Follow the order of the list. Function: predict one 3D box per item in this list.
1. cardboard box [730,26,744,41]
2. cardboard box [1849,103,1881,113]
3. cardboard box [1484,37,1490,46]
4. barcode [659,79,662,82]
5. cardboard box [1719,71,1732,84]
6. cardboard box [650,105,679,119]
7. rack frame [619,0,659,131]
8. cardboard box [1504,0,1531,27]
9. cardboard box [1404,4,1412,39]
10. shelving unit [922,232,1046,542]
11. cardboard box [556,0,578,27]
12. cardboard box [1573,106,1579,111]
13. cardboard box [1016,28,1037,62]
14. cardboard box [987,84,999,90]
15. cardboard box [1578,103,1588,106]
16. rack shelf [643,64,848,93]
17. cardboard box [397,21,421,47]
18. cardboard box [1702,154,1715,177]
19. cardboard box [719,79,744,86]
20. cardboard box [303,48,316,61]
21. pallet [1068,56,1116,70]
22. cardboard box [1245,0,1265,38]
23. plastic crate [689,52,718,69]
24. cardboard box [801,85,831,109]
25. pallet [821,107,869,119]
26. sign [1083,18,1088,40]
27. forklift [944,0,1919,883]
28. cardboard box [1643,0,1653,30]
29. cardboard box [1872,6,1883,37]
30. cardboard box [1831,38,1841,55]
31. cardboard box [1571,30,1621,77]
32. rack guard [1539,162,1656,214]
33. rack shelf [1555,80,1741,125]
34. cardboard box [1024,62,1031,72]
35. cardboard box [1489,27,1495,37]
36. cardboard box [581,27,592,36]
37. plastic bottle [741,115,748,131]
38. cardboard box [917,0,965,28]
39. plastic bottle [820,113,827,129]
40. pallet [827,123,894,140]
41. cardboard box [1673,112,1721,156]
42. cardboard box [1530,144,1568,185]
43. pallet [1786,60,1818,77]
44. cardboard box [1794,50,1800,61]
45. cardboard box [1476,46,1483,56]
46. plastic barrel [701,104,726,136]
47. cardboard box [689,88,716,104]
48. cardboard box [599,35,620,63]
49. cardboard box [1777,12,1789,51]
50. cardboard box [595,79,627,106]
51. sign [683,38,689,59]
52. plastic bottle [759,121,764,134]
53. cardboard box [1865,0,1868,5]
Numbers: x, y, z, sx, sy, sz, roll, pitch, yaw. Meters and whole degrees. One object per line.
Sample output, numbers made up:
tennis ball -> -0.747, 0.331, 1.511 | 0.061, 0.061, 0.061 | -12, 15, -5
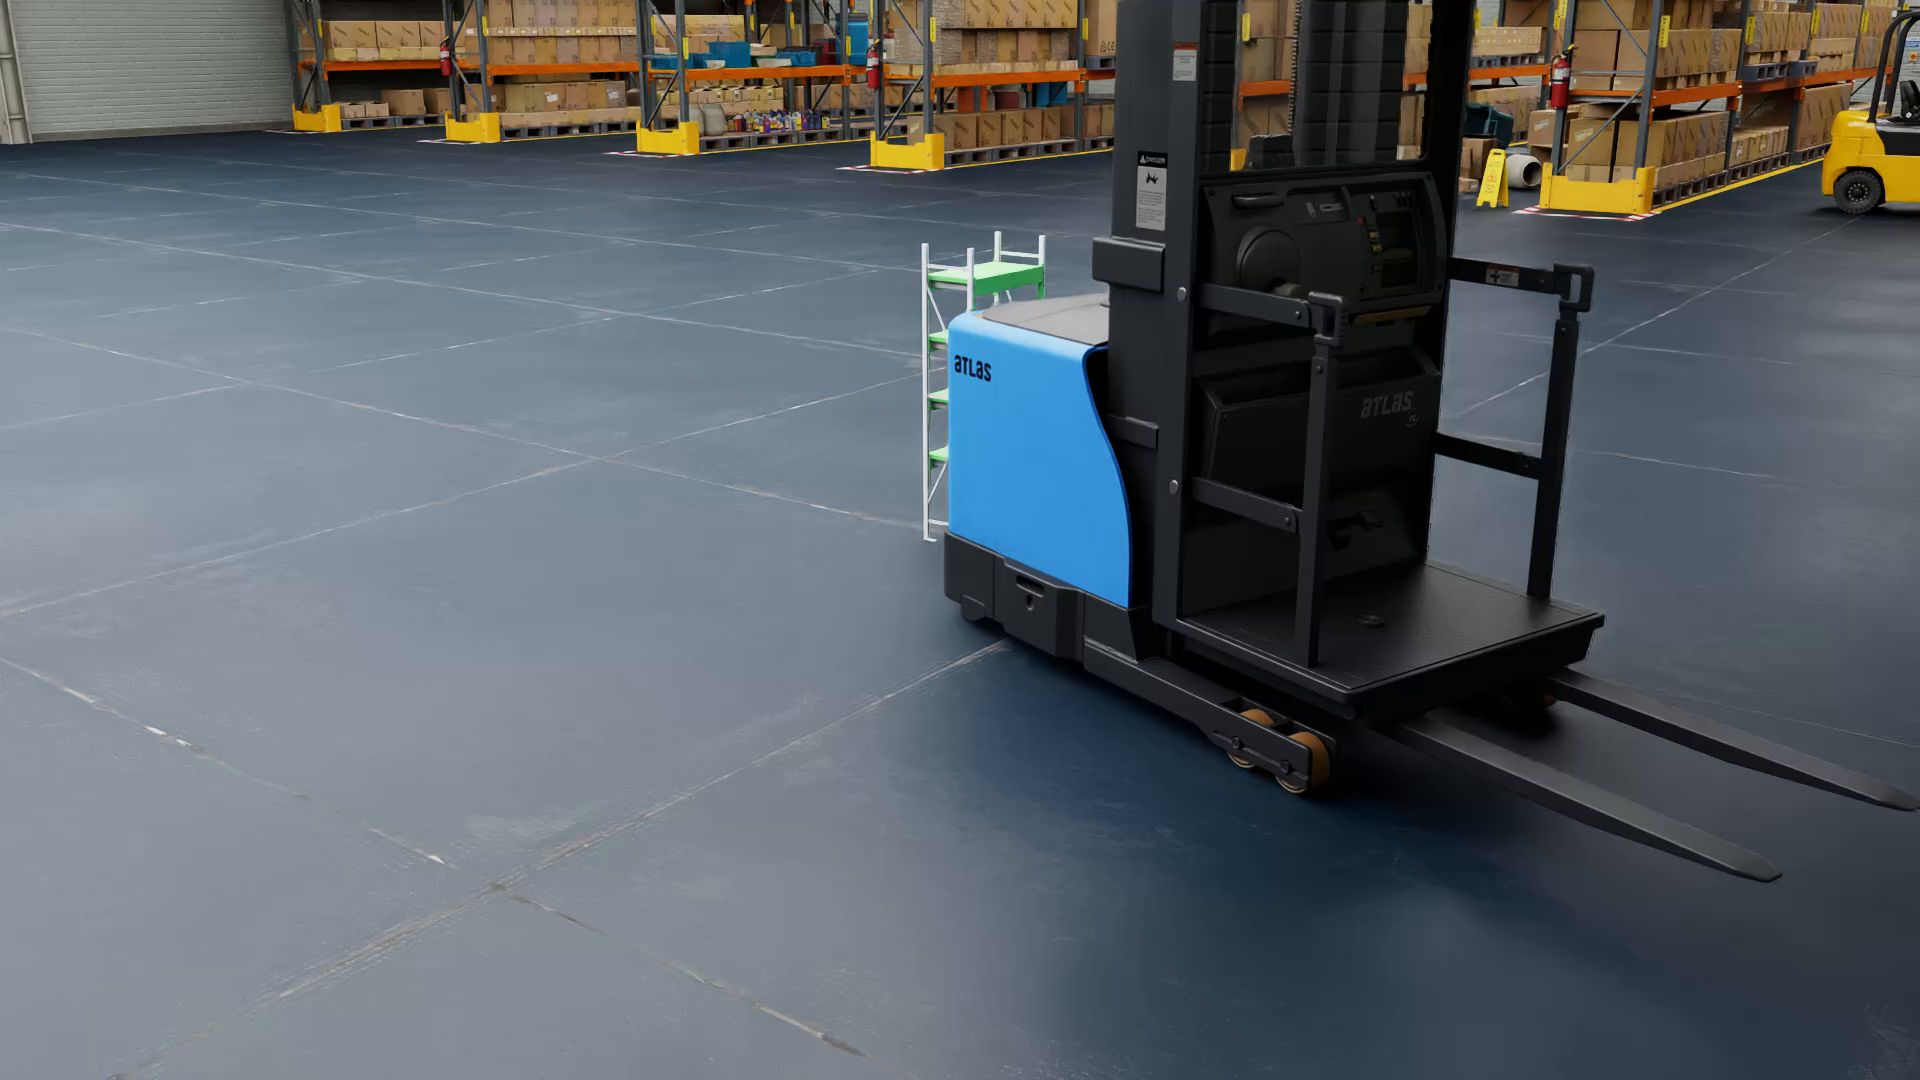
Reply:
cardboard box -> -5.678, -12.434, 41.073 | 0.500, 0.500, 0.500 | 12, 21, 34
cardboard box -> 15.819, -7.548, 29.654 | 0.875, 0.438, 0.875 | 13, 22, 36
cardboard box -> 8.634, -8.342, 27.812 | 0.380, 0.149, 0.250 | 12, 21, 33
barcode -> -5.906, -9.072, 32.803 | 0.001, 0.075, 0.075 | 12, 21, 35
cardboard box -> 9.431, -5.796, 20.824 | 0.380, 0.149, 0.250 | 13, 21, 36
cardboard box -> -5.953, -8.549, 33.195 | 0.500, 0.250, 0.500 | 12, 21, 33
rack frame -> -6.392, -9.610, 32.681 | 1.000, 3.000, 0.127 | 12, 21, 35
cardboard box -> 10.314, -9.690, 30.584 | 0.500, 0.500, 0.500 | 12, 21, 33
cardboard box -> 6.382, -7.845, 25.145 | 0.700, 0.500, 0.500 | 13, 21, 35
shelving unit -> 0.099, -0.612, 6.744 | 0.258, 1.200, 0.503 | 12, 21, 35
cardboard box -> -7.548, -9.811, 30.975 | 0.700, 0.500, 0.500 | 12, 21, 35
cardboard box -> 11.634, -8.243, 31.877 | 0.380, 0.149, 0.250 | 13, 21, 35
cardboard box -> 0.701, -7.702, 25.868 | 0.875, 0.500, 0.500 | 12, 21, 35
cardboard box -> 0.632, -11.311, 41.633 | 0.500, 0.500, 0.500 | 12, 21, 35
cardboard box -> 11.954, -8.510, 32.236 | 0.380, 0.149, 0.250 | 13, 22, 37
rack shelf -> -3.608, -7.913, 28.432 | 1.077, 0.370, 4.000 | 12, 21, 35
cardboard box -> -11.317, -10.251, 33.701 | 0.500, 0.500, 0.500 | 13, 22, 36
cardboard box -> 9.075, -4.677, 20.727 | 0.500, 0.250, 0.500 | 12, 21, 33
cardboard box -> -5.889, -11.386, 41.317 | 0.750, 0.750, 0.750 | 13, 21, 35
cardboard box -> -12.633, -9.615, 32.917 | 0.500, 0.250, 0.500 | 13, 21, 35
pallet -> 2.134, -7.923, 27.573 | 1.003, 0.211, 1.213 | 12, 21, 35
cardboard box -> 3.354, -6.674, 21.154 | 0.875, 0.550, 0.550 | 12, 21, 35
plastic crate -> -4.350, -8.035, 27.863 | 0.499, 0.251, 0.408 | 12, 21, 35
cardboard box -> -3.200, -9.762, 36.646 | 0.500, 0.500, 0.500 | 12, 21, 33
pallet -> -2.806, -9.691, 37.645 | 1.003, 0.211, 1.213 | 12, 21, 35
sign -> 2.002, -8.177, 26.610 | 0.100, 0.325, 0.005 | 12, 21, 35
forklift -> 1.189, -0.867, 4.643 | 1.130, 2.935, 3.031 | -11, 21, -33
cardboard box -> 7.574, -6.101, 19.027 | 0.700, 0.500, 0.500 | 13, 21, 35
cardboard box -> 15.386, -8.847, 28.373 | 0.500, 0.500, 0.500 | 13, 21, 36
cardboard box -> 13.333, -7.662, 25.819 | 0.500, 0.250, 0.500 | 13, 21, 36
cardboard box -> 7.239, -5.522, 18.848 | 0.500, 0.500, 0.500 | 12, 21, 34
rack guard -> 7.182, -3.979, 18.763 | 1.175, 0.500, 0.348 | 12, 21, 35
rack shelf -> 8.329, -5.287, 19.975 | 1.077, 0.370, 4.000 | 12, 21, 35
cardboard box -> 0.885, -7.346, 25.816 | 0.380, 0.149, 0.250 | 12, 21, 35
cardboard box -> 8.765, -8.536, 27.936 | 0.380, 0.149, 0.250 | 11, 21, 32
cardboard box -> -7.140, -9.562, 31.267 | 0.380, 0.149, 0.250 | 13, 22, 36
plastic bottle -> -3.802, -7.293, 29.073 | 0.152, 0.276, 0.135 | 12, 21, 33
cardboard box -> -0.275, -7.656, 24.033 | 0.500, 0.500, 0.500 | 12, 21, 35
plastic bottle -> -2.438, -7.473, 29.641 | 0.061, 0.283, 0.133 | 14, 22, 37
pallet -> -1.979, -7.596, 30.898 | 1.003, 0.211, 1.213 | 12, 21, 35
cardboard box -> 9.082, -5.043, 20.639 | 0.500, 0.500, 0.500 | 13, 21, 36
cardboard box -> 7.789, -4.900, 21.725 | 0.500, 0.500, 0.500 | -4, 18, -13
pallet -> 11.565, -6.779, 23.891 | 1.213, 0.211, 1.003 | 12, 21, 35
cardboard box -> 11.682, -6.876, 23.594 | 0.380, 0.149, 0.250 | 12, 21, 34
cardboard box -> 8.457, -8.126, 27.618 | 0.380, 0.149, 0.250 | 14, 22, 37
plastic barrel -> -4.170, -7.083, 28.031 | 0.421, 0.512, 0.421 | 0, 17, 0
cardboard box -> -5.336, -9.061, 33.897 | 0.500, 0.311, 0.500 | 12, 21, 33
cardboard box -> -6.960, -9.424, 31.914 | 0.700, 0.500, 0.500 | 12, 21, 34
cardboard box -> 10.931, -6.917, 22.633 | 0.500, 0.500, 0.500 | 11, 21, 32
cardboard box -> -6.920, -8.800, 32.738 | 0.500, 0.500, 0.500 | 12, 21, 35
sign -> -4.360, -7.815, 26.434 | 0.100, 0.325, 0.005 | 12, 21, 35
plastic bottle -> -3.407, -7.056, 28.434 | 0.097, 0.201, 0.097 | 0, 17, 0
cardboard box -> 14.823, -8.941, 27.579 | 0.380, 0.149, 0.250 | 13, 21, 35
